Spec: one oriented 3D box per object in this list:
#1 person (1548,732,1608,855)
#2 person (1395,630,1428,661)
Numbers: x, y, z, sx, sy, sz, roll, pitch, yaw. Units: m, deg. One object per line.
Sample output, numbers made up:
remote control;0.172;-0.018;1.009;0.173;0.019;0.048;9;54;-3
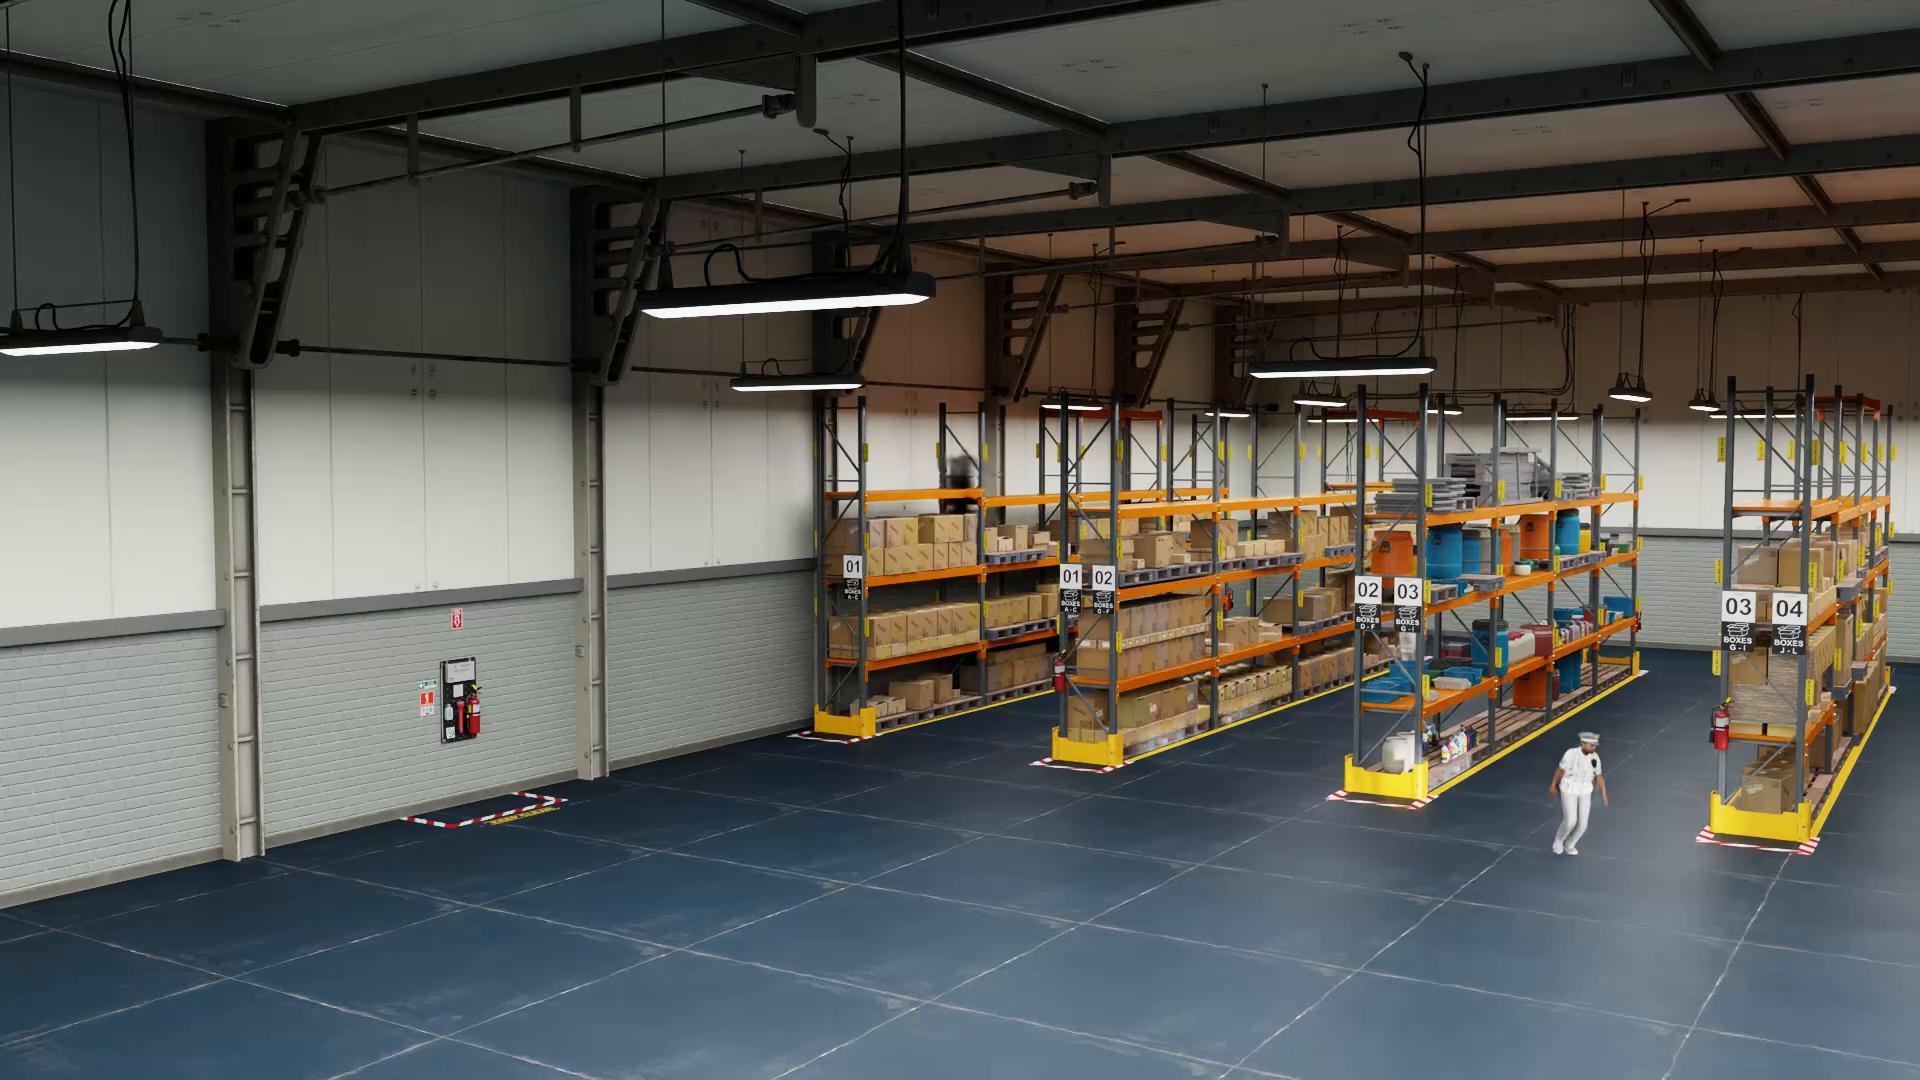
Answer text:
person;7.628;3.124;20.491;0.551;1.568;0.655;0;3;-6
person;9.328;2.332;34.258;0.682;1.787;0.768;2;4;40
